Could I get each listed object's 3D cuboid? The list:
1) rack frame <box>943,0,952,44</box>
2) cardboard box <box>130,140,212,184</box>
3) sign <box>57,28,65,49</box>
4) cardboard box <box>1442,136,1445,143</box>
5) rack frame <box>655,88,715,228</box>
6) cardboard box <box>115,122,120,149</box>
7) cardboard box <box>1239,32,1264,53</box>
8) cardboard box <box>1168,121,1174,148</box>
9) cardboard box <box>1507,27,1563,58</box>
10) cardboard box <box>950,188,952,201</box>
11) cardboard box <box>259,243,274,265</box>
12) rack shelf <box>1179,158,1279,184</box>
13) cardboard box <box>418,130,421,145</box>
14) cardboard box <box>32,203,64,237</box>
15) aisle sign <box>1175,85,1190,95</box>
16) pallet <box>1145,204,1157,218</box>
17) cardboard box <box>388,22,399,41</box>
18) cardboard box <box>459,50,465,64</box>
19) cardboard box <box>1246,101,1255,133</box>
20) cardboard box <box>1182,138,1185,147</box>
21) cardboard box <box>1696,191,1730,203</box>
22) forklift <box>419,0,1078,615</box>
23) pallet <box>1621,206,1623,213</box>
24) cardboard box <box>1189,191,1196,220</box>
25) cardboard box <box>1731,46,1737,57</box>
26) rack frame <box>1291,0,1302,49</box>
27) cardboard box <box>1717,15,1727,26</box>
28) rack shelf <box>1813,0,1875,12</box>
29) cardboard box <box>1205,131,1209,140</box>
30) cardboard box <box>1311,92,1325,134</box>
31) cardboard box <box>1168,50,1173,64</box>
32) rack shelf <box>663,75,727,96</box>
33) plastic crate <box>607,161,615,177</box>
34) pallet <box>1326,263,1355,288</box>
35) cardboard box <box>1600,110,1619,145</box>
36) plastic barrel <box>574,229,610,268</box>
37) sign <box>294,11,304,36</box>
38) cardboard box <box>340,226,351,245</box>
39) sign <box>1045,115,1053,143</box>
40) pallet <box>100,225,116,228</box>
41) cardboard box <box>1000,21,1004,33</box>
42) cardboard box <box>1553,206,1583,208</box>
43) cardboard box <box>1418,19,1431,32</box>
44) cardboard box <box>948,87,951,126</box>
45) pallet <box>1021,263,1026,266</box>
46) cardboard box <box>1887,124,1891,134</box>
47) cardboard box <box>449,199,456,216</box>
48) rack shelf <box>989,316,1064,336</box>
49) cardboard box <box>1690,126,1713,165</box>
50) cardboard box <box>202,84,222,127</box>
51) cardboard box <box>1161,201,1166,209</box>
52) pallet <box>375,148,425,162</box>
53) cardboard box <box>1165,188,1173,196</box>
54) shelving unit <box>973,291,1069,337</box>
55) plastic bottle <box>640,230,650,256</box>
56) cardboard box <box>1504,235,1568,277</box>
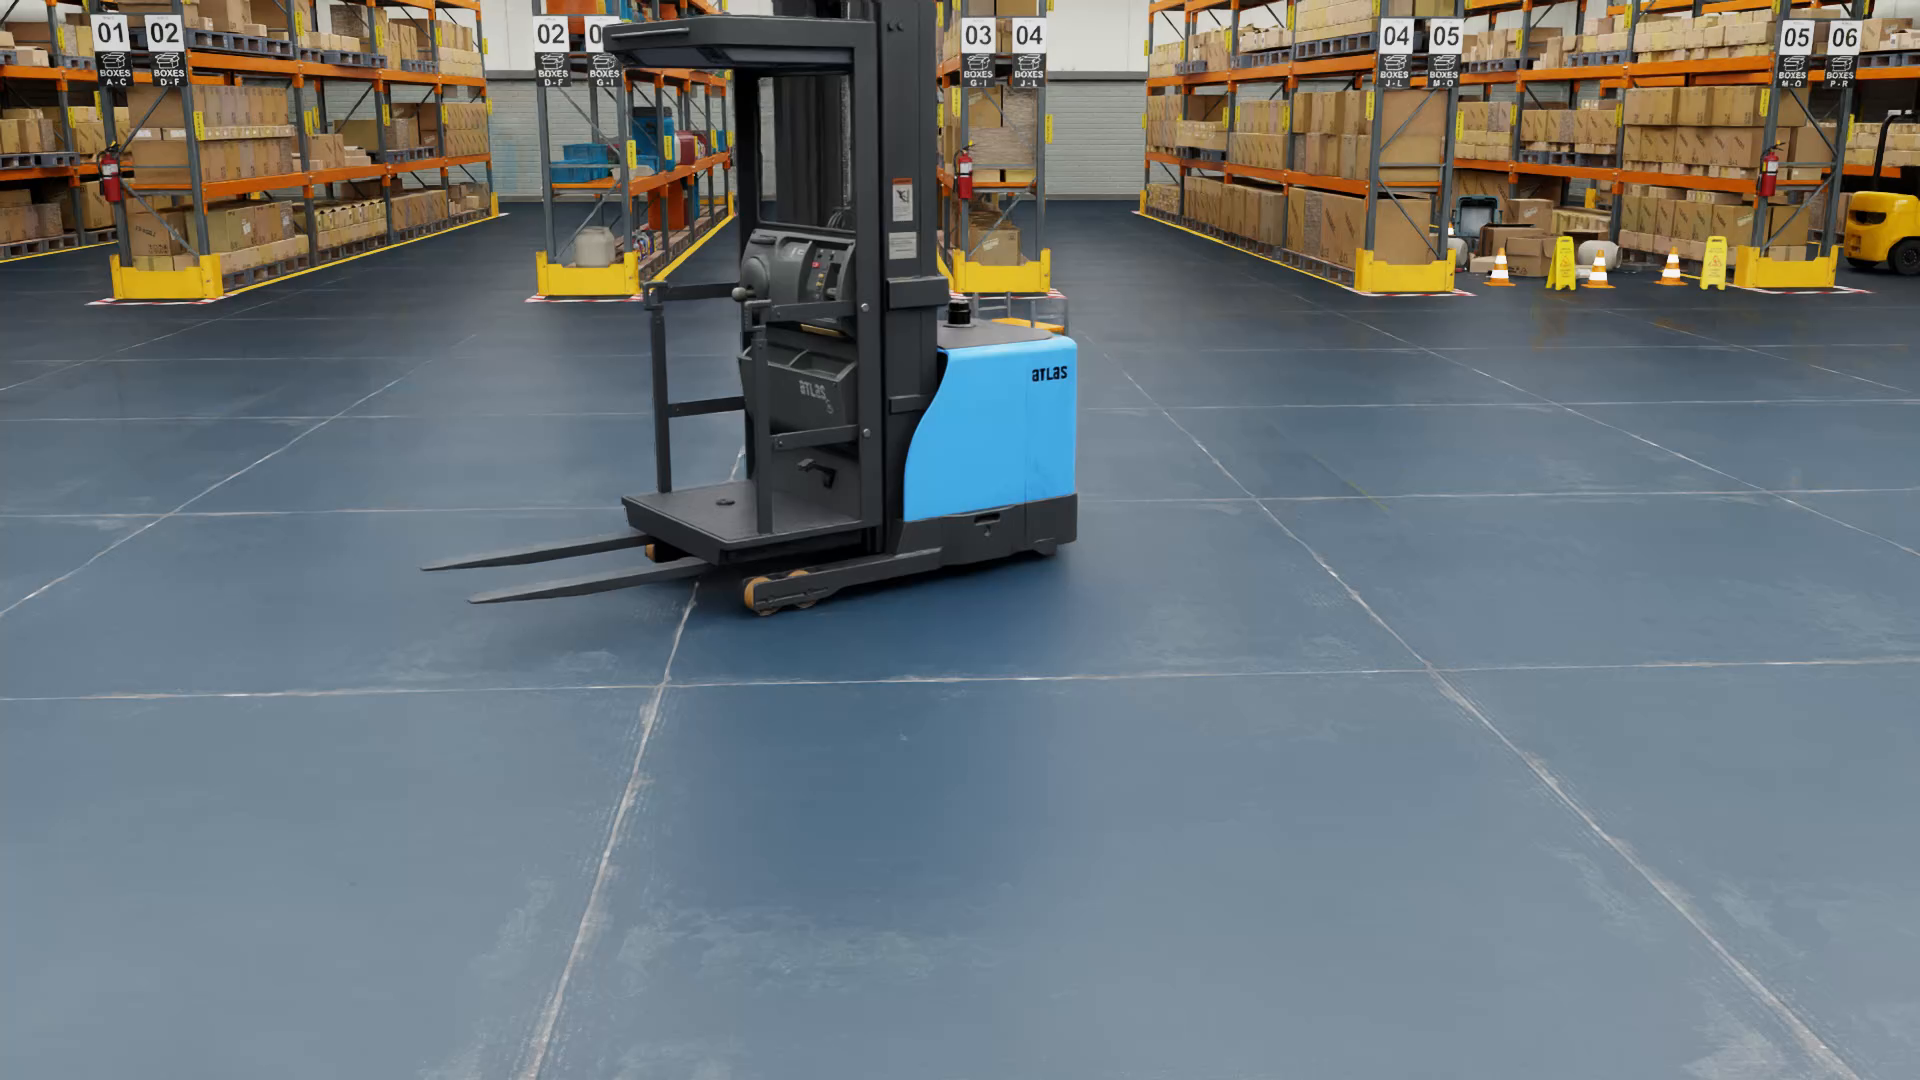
[{"bbox_3d":[0.265,-8.390,23.077,1.000,3.000,0.127,-1,14,-3],"label":"rack frame"},{"bbox_3d":[-9.391,-4.503,19.807,0.700,0.500,0.500,-1,14,-3],"label":"cardboard box"},{"bbox_3d":[-14.272,-7.961,26.392,0.100,0.325,0.005,-1,14,-3],"label":"sign"},{"bbox_3d":[9.406,-7.683,31.666,0.500,0.250,0.500,-1,14,-5],"label":"cardboard box"},{"bbox_3d":[-5.174,-7.398,31.260,1.000,3.000,0.127,-1,14,-3],"label":"rack frame"},{"bbox_3d":[-14.642,-6.831,28.219,0.500,0.500,0.500,-1,14,-4],"label":"cardboard box"},{"bbox_3d":[4.799,-8.009,26.751,0.500,0.311,0.500,-1,14,-3],"label":"cardboard box"},{"bbox_3d":[4.383,-7.964,32.660,0.500,0.500,0.500,-1,14,-5],"label":"cardboard box"},{"bbox_3d":[9.734,-8.430,28.202,0.797,0.503,0.637,-2,15,-7],"label":"cardboard box"},{"bbox_3d":[0.089,-5.679,27.208,0.500,0.250,0.500,0,14,-1],"label":"cardboard box"},{"bbox_3d":[-9.277,-3.720,21.639,0.500,0.250,0.500,-1,14,-3],"label":"cardboard box"},{"bbox_3d":[4.850,-6.680,29.914,1.077,0.370,4.000,-1,14,-3],"label":"rack shelf"},{"bbox_3d":[-10.405,-7.491,31.422,0.500,0.500,0.500,-1,14,-3],"label":"cardboard box"},{"bbox_3d":[-14.717,-5.075,26.363,0.700,0.500,0.500,-1,14,-3],"label":"cardboard box"},{"bbox_3d":[4.773,-9.803,35.388,0.394,0.787,0.004,-1,14,-3],"label":"aisle sign"},{"bbox_3d":[4.498,-6.949,35.110,1.003,0.211,1.213,-1,14,-3],"label":"pallet"},{"bbox_3d":[-10.075,-8.617,28.735,0.600,0.600,0.600,-1,15,-6],"label":"cardboard box"},{"bbox_3d":[-9.984,-9.443,32.485,0.500,0.250,0.500,-1,14,-3],"label":"cardboard box"},{"bbox_3d":[5.025,-6.826,26.831,0.700,0.500,0.500,-1,14,-4],"label":"cardboard box"},{"bbox_3d":[4.326,-7.372,30.818,0.380,0.149,0.250,-1,14,-3],"label":"cardboard box"},{"bbox_3d":[9.992,-4.540,22.022,0.380,0.149,0.250,-1,14,-3],"label":"cardboard box"},{"bbox_3d":[-0.915,-1.240,7.463,3.031,2.935,1.130,-10,18,-34],"label":"forklift"},{"bbox_3d":[14.494,-6.830,34.647,1.003,0.211,1.213,-1,14,-3],"label":"pallet"},{"bbox_3d":[4.542,-6.199,30.775,0.500,0.500,0.500,0,14,-1],"label":"cardboard box"},{"bbox_3d":[10.123,-6.251,21.285,0.380,0.149,0.250,-1,14,-3],"label":"cardboard box"},{"bbox_3d":[5.222,-8.442,23.277,1.000,3.000,0.127,-1,14,-3],"label":"rack frame"},{"bbox_3d":[10.114,-6.758,21.657,0.380,0.149,0.250,-1,14,-5],"label":"cardboard box"},{"bbox_3d":[14.986,-8.576,26.046,1.077,0.370,4.000,-1,14,-3],"label":"rack shelf"},{"bbox_3d":[4.452,-7.005,28.795,0.380,0.149,0.250,-1,14,-2],"label":"cardboard box"},{"bbox_3d":[5.257,-5.768,22.458,0.875,0.550,0.550,-1,14,-3],"label":"cardboard box"},{"bbox_3d":[4.386,-9.518,32.778,0.500,0.250,0.500,0,14,-1],"label":"cardboard box"},{"bbox_3d":[-5.298,-9.000,32.909,1.077,0.370,4.000,-1,14,-3],"label":"rack shelf"},{"bbox_3d":[-4.876,-4.964,22.225,0.450,0.188,0.662,-1,14,-3],"label":"plastic crate"},{"bbox_3d":[5.342,-3.389,21.274,1.003,0.211,1.213,-1,14,-3],"label":"pallet"},{"bbox_3d":[9.898,-6.145,24.750,0.500,0.500,0.500,-1,14,-4],"label":"cardboard box"},{"bbox_3d":[-4.548,-3.575,20.550,0.421,0.512,0.421,0,14,0],"label":"plastic barrel"},{"bbox_3d":[-9.069,-7.083,22.821,0.100,0.325,0.005,-1,14,-3],"label":"sign"},{"bbox_3d":[-9.465,-4.565,24.924,0.500,0.250,0.500,-1,14,-5],"label":"cardboard box"},{"bbox_3d":[1.054,-4.918,19.883,0.100,0.325,0.005,-1,14,-3],"label":"sign"},{"bbox_3d":[-14.860,-5.400,29.090,1.003,0.211,1.213,-1,14,-3],"label":"pallet"},{"bbox_3d":[0.669,-6.262,20.327,0.380,0.149,0.250,-1,14,-4],"label":"cardboard box"},{"bbox_3d":[9.933,-5.423,28.014,0.950,0.372,0.625,-2,15,-7],"label":"cardboard box"},{"bbox_3d":[5.768,-6.215,20.102,0.380,0.149,0.250,-1,14,-3],"label":"cardboard box"},{"bbox_3d":[0.102,-5.797,22.234,0.500,0.500,0.500,-1,14,-3],"label":"cardboard box"},{"bbox_3d":[0.493,-3.361,21.167,1.003,0.211,1.213,-1,14,-3],"label":"pallet"},{"bbox_3d":[14.759,-6.477,26.178,0.380,0.149,0.250,-1,14,-3],"label":"cardboard box"},{"bbox_3d":[-9.928,-6.341,31.666,0.500,0.311,0.500,-1,14,-3],"label":"cardboard box"},{"bbox_3d":[0.314,-1.065,8.680,0.258,0.148,0.480,-10,18,-35],"label":"rack shelf"},{"bbox_3d":[10.041,-5.216,21.980,0.500,0.500,0.500,-1,14,-4],"label":"cardboard box"},{"bbox_3d":[-9.432,-5.275,20.205,0.700,0.500,0.500,-1,14,-5],"label":"cardboard box"},{"bbox_3d":[4.301,-6.824,33.907,0.380,0.149,0.250,-1,14,-3],"label":"cardboard box"},{"bbox_3d":[-9.995,-6.718,29.004,1.003,0.211,1.213,-1,14,-3],"label":"pallet"},{"bbox_3d":[4.319,-6.978,33.311,0.380,0.149,0.250,-2,15,-6],"label":"cardboard box"},{"bbox_3d":[0.314,-0.684,8.778,0.258,1.200,0.503,-10,18,-35],"label":"shelving unit"},{"bbox_3d":[-4.319,-4.055,22.700,0.144,0.351,0.185,-1,14,-4],"label":"plastic bottle"},{"bbox_3d":[7.768,-3.832,22.410,0.797,0.503,0.637,-13,20,-42],"label":"cardboard box"}]
